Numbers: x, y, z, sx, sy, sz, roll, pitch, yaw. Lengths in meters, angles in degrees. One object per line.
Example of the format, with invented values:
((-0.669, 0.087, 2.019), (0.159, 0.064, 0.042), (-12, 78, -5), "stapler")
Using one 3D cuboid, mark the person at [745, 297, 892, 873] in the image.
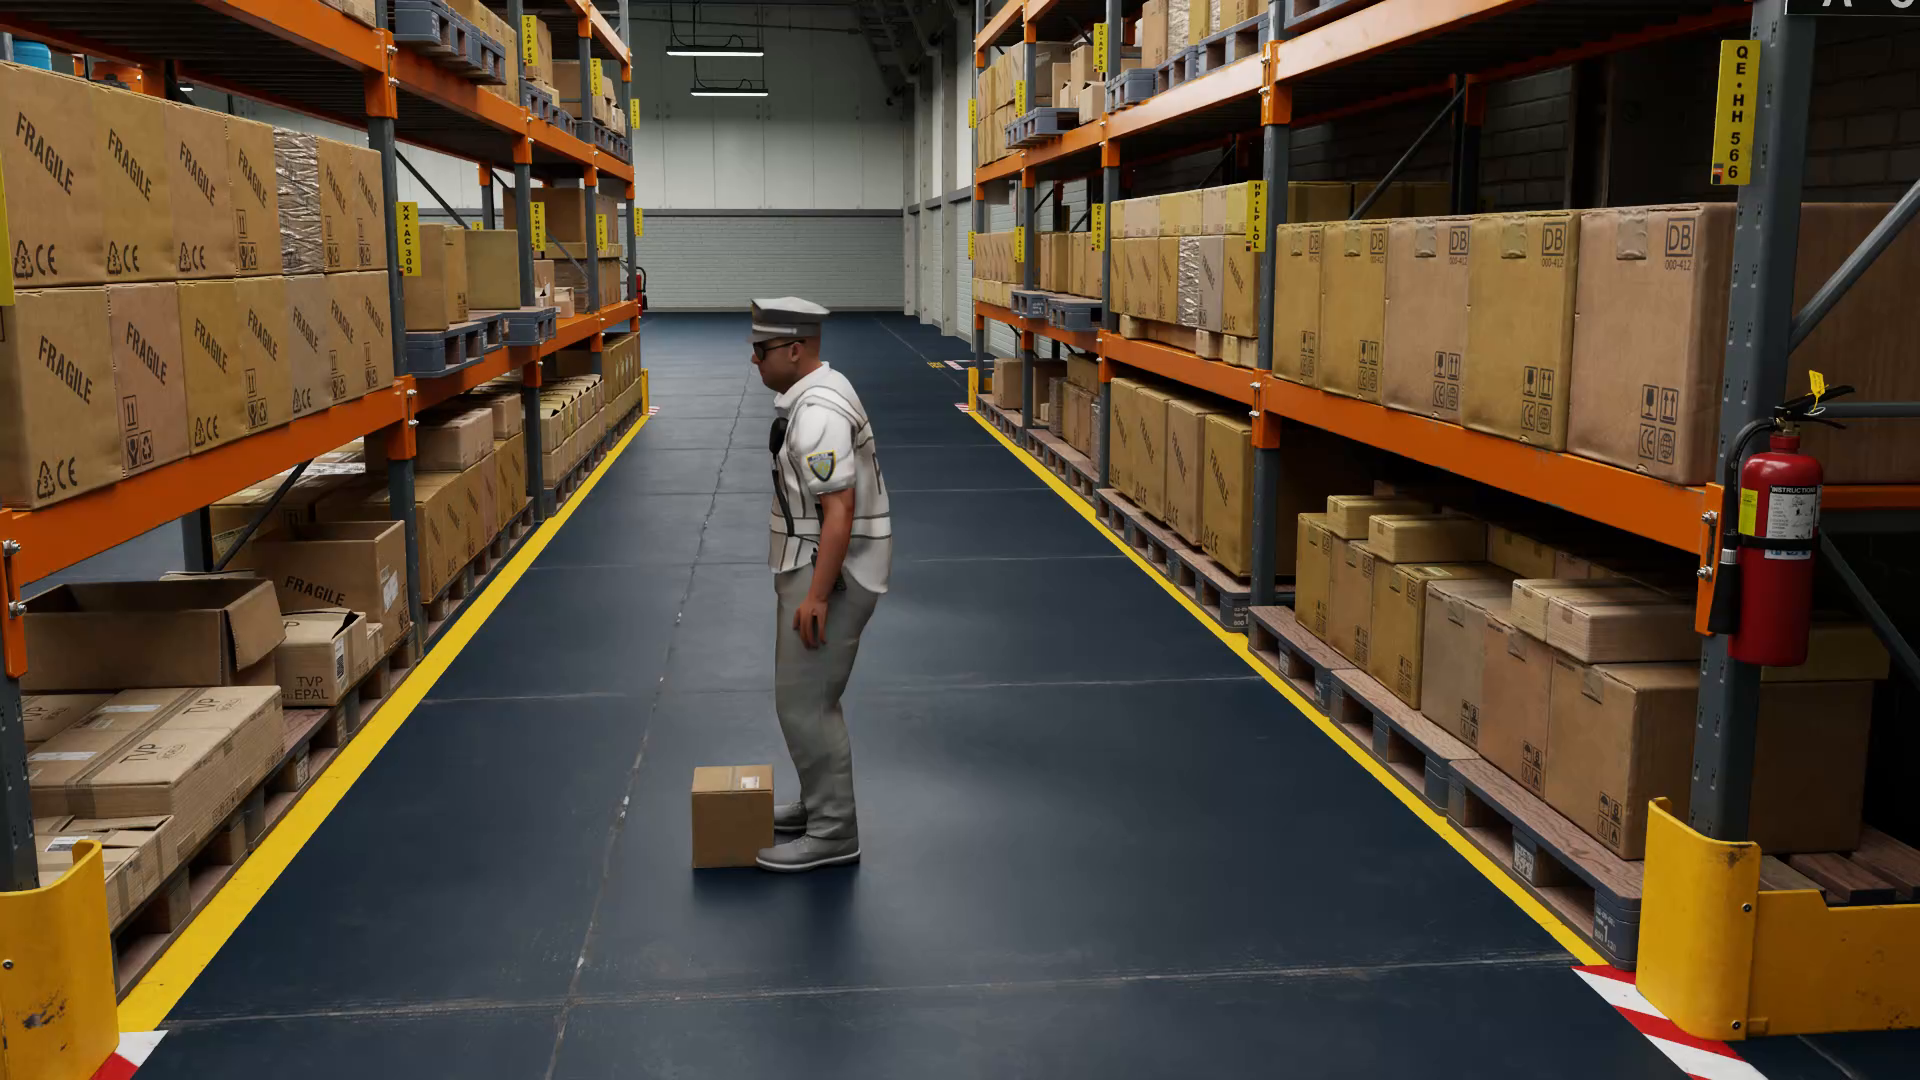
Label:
((-0.438, 0.126, 5.158), (0.438, 1.747, 0.596), (-2, 10, -9), "person")
